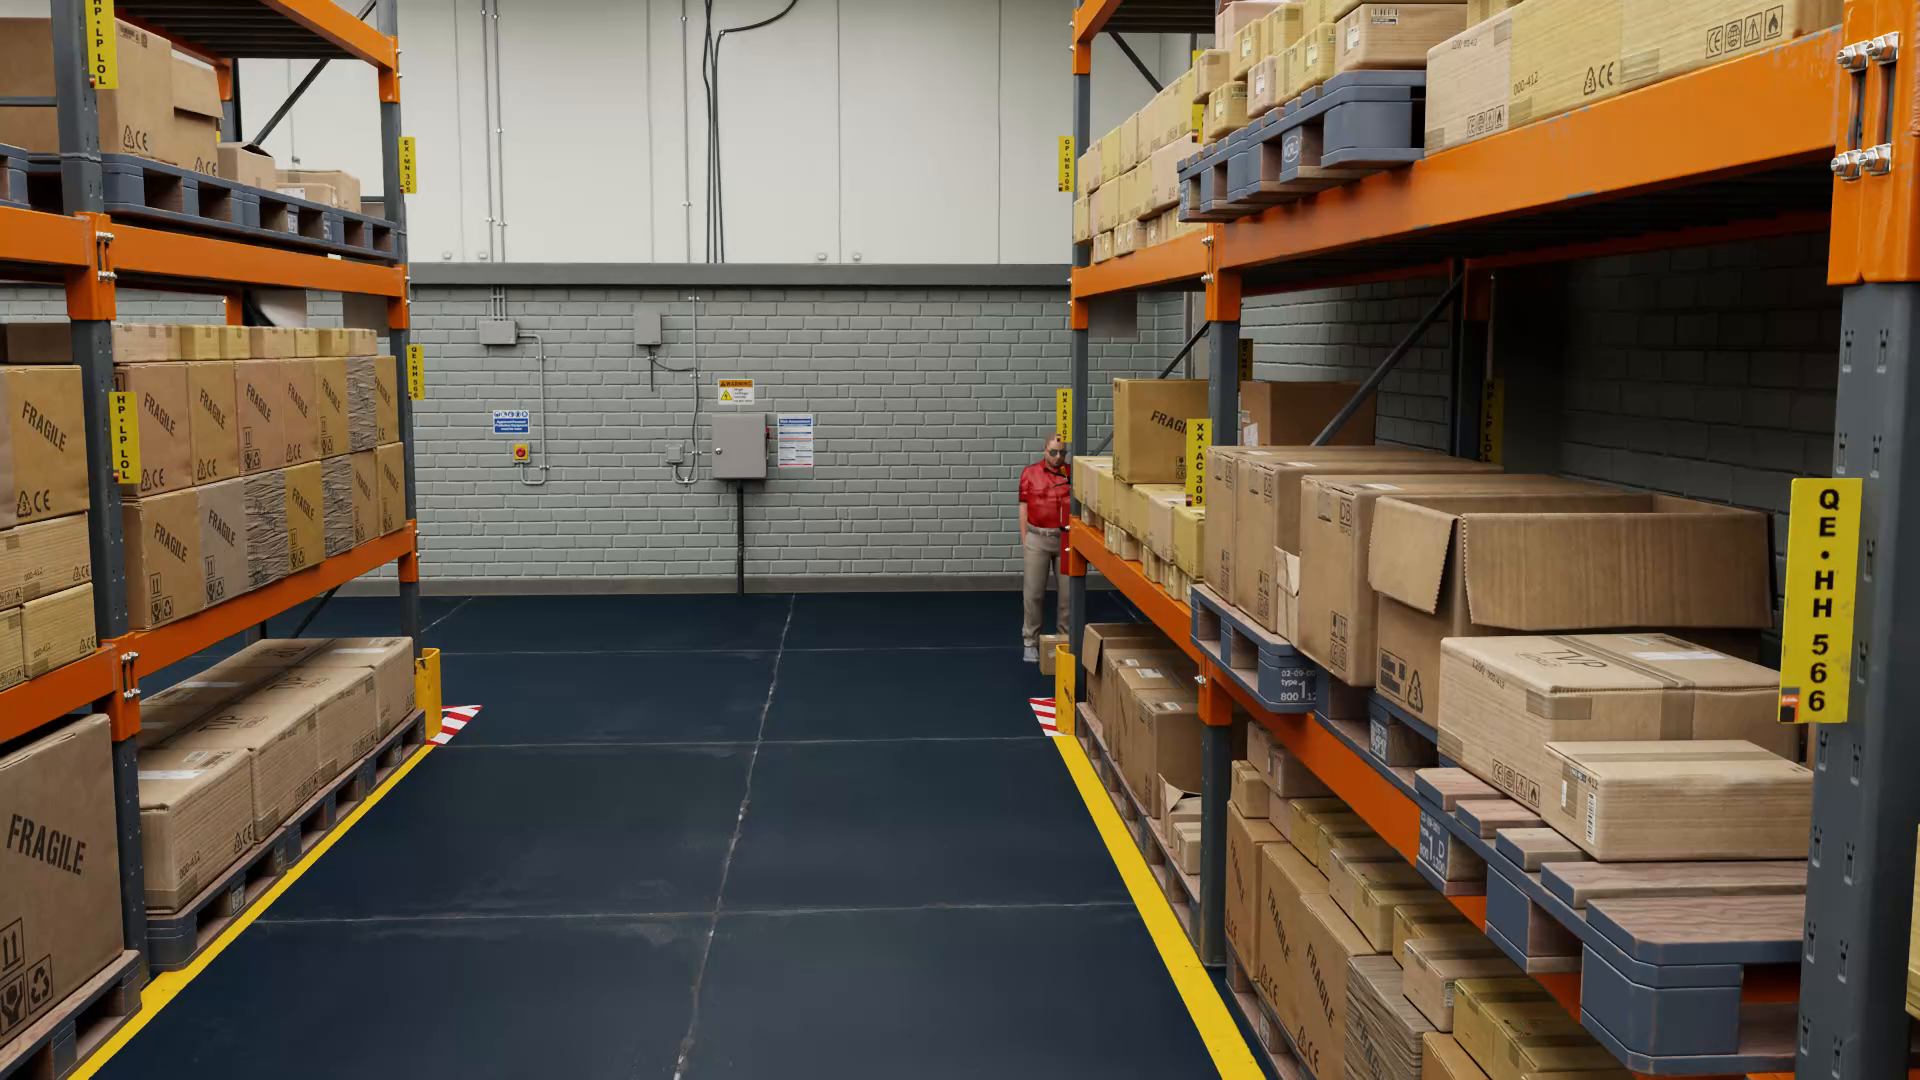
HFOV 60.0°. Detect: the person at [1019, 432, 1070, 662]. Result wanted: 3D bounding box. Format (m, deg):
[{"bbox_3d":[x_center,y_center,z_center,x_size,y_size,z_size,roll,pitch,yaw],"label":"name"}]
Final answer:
[{"bbox_3d":[0.708,0.049,12.464,0.531,1.720,0.358,0,7,-3],"label":"person"}]
